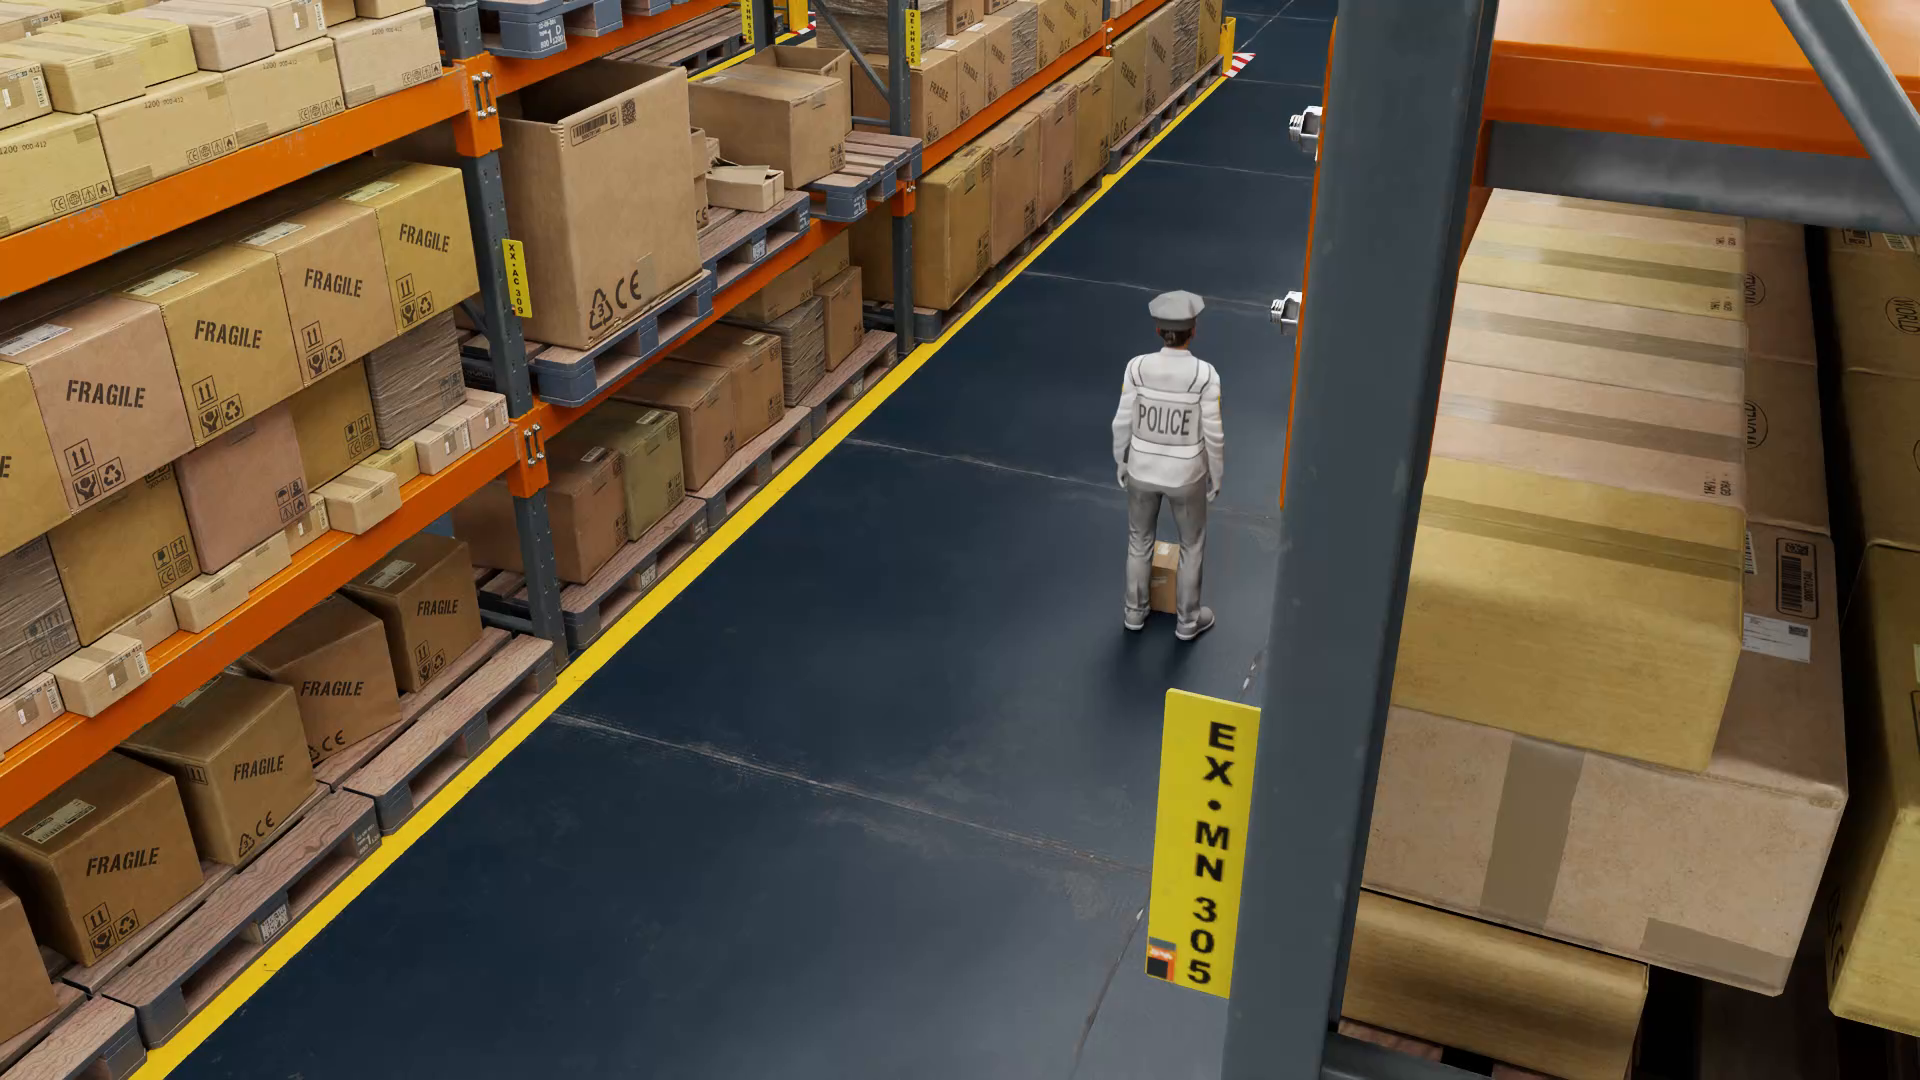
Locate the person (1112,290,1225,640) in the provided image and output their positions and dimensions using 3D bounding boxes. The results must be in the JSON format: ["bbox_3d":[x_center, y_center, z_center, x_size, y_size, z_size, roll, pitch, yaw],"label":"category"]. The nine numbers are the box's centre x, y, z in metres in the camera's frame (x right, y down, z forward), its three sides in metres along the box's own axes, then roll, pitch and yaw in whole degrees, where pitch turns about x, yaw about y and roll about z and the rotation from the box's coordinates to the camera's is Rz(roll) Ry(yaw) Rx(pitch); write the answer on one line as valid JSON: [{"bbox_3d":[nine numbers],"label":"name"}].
[{"bbox_3d":[0.956,-0.310,7.666,0.518,1.663,0.369,10,31,17],"label":"person"}]
